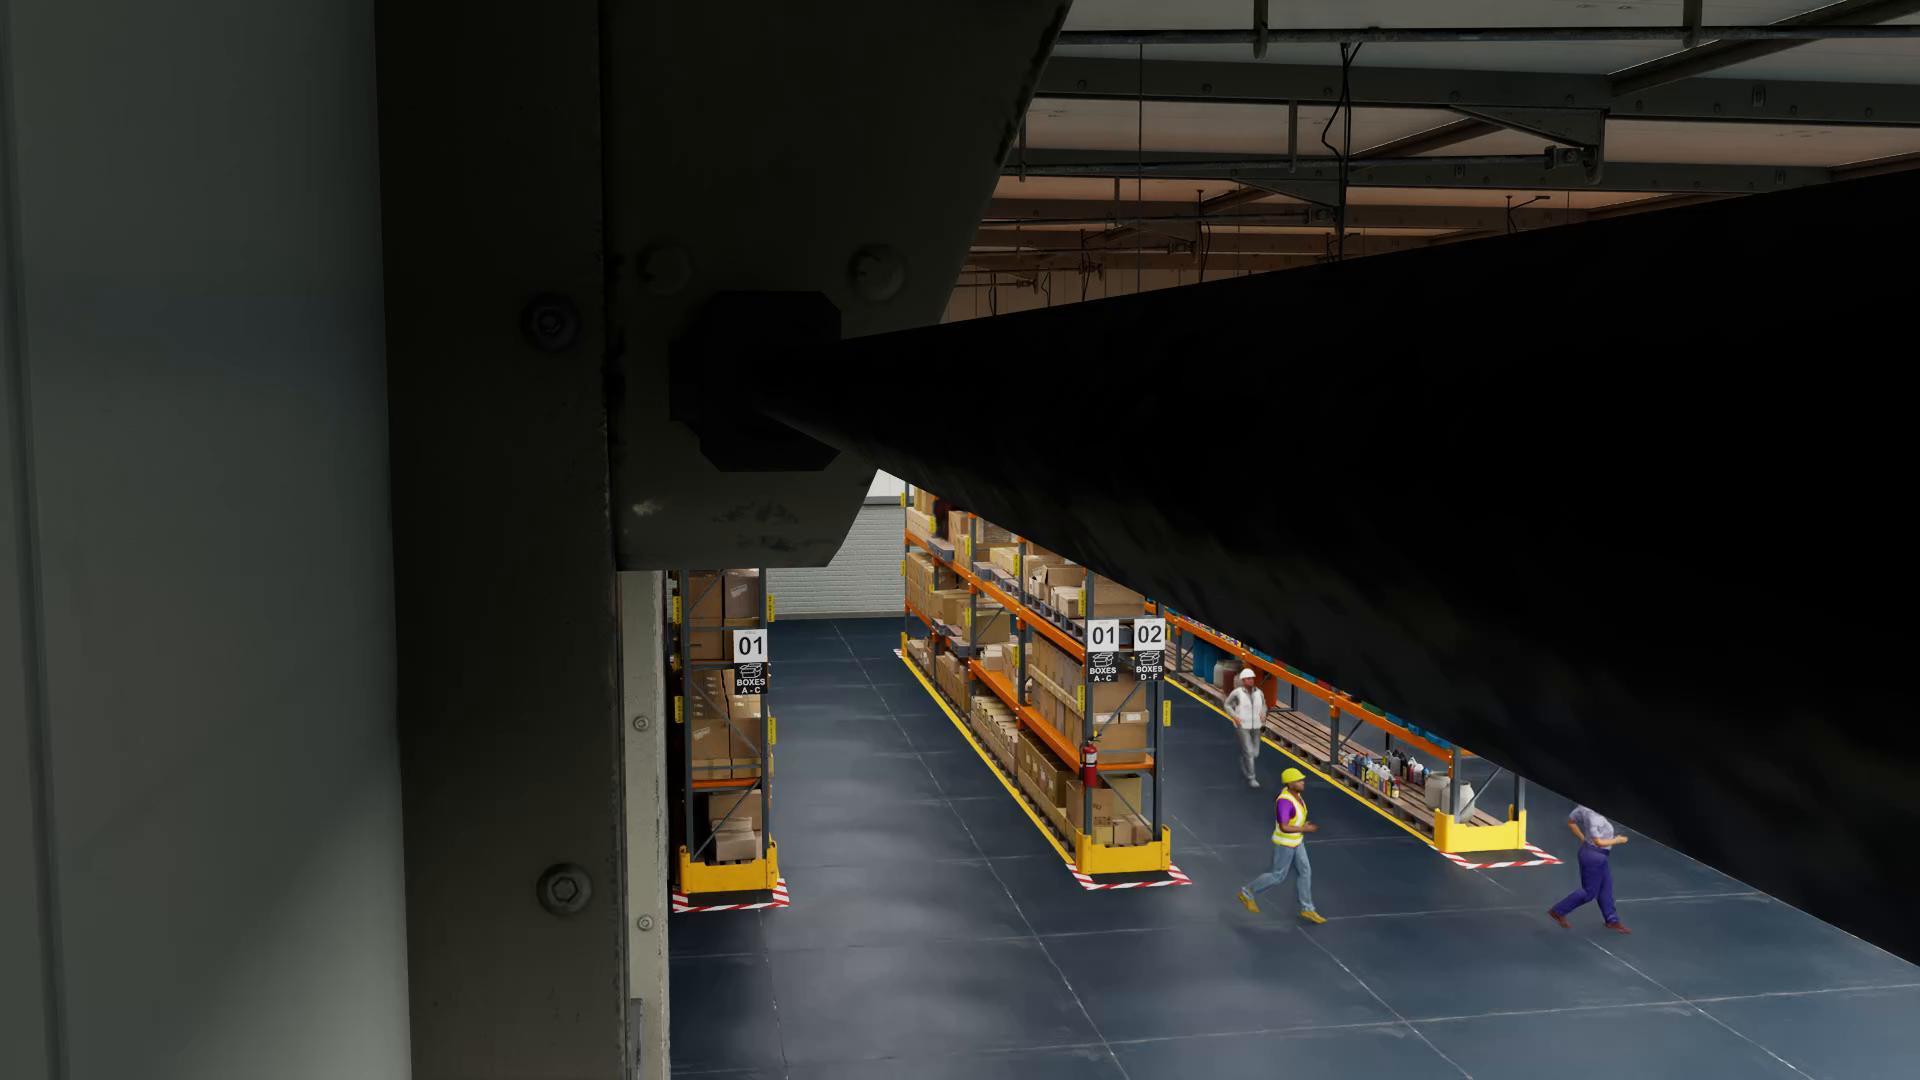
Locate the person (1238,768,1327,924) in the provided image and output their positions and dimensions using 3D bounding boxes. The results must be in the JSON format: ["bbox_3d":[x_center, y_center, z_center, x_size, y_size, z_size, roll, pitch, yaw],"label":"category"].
[{"bbox_3d":[3.716,3.477,19.038,0.986,1.782,0.711,3,7,25],"label":"person"}]

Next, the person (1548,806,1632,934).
[{"bbox_3d":[7.049,3.577,18.532,0.923,1.655,0.604,1,6,11],"label":"person"}]

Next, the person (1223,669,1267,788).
[{"bbox_3d":[4.362,2.831,25.287,0.671,1.757,0.796,-2,6,-16],"label":"person"}]
